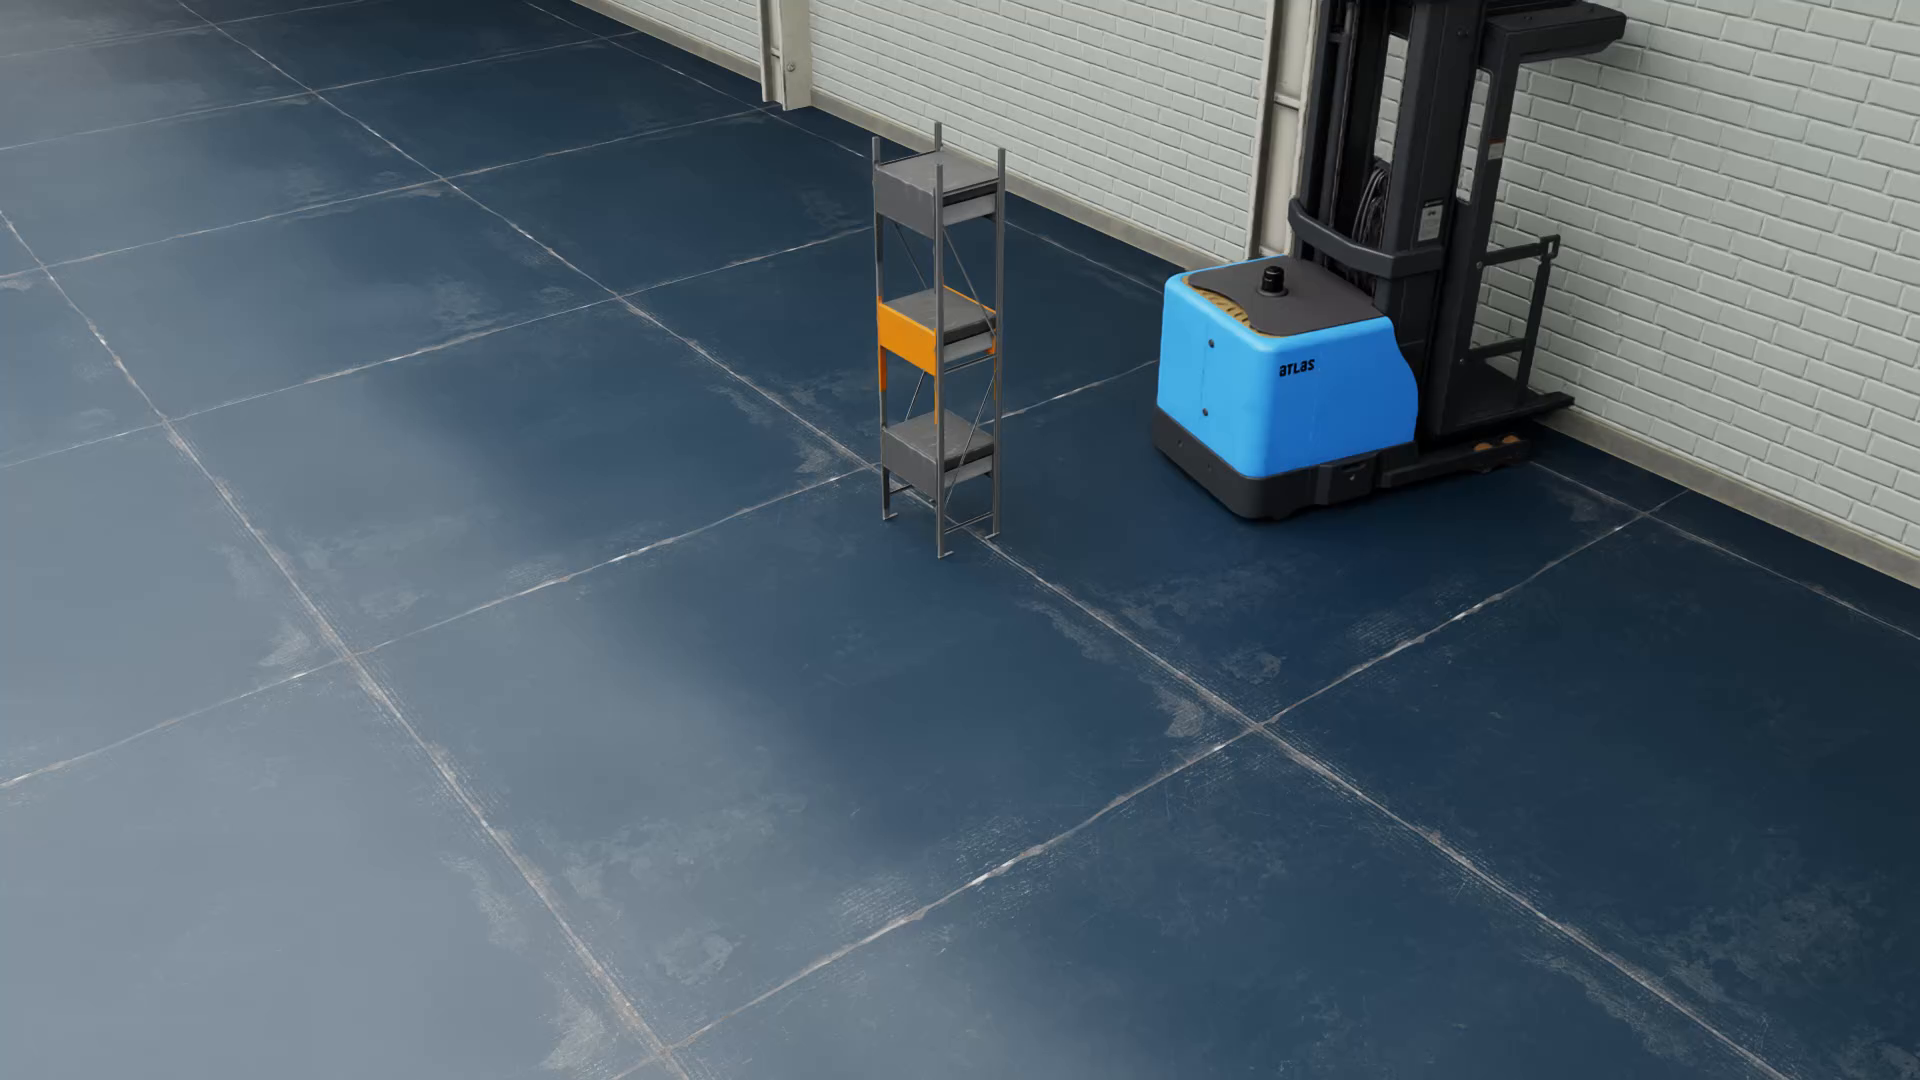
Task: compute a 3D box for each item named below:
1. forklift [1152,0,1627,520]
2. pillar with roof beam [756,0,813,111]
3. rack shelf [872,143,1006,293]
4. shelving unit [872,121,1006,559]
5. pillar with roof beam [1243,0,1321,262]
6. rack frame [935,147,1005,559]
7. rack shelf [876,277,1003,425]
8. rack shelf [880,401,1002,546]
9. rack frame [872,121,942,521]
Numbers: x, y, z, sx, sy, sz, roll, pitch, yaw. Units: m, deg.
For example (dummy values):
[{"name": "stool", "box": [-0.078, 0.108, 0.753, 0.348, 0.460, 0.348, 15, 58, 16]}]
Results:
[{"name": "forklift", "box": [2.659, -1.863, 8.972, 3.031, 2.935, 1.130, -14, 34, -21]}, {"name": "pillar with roof beam", "box": [-4.969, -6.424, 10.565, 9.100, 9.000, 0.400, -22, 38, -31]}, {"name": "rack shelf", "box": [-0.101, -1.544, 7.945, 0.431, 0.518, 0.480, -22, 38, -31]}, {"name": "shelving unit", "box": [-0.101, -0.961, 8.307, 0.431, 2.100, 0.503, -22, 38, -31]}, {"name": "pillar with roof beam", "box": [-1.290, -3.924, 6.539, 9.100, 9.000, 0.400, -22, 38, -31]}, {"name": "rack frame", "box": [0.048, -0.859, 8.143, 0.400, 2.100, 0.015, -22, 38, -31]}, {"name": "rack shelf", "box": [-0.101, -0.949, 8.314, 0.431, 0.518, 0.480, -22, 38, -31]}, {"name": "rack shelf", "box": [-0.101, -0.355, 8.684, 0.431, 0.518, 0.480, -22, 38, -31]}, {"name": "rack frame", "box": [-0.251, -1.063, 8.471, 0.400, 2.100, 0.015, -22, 38, -31]}]
